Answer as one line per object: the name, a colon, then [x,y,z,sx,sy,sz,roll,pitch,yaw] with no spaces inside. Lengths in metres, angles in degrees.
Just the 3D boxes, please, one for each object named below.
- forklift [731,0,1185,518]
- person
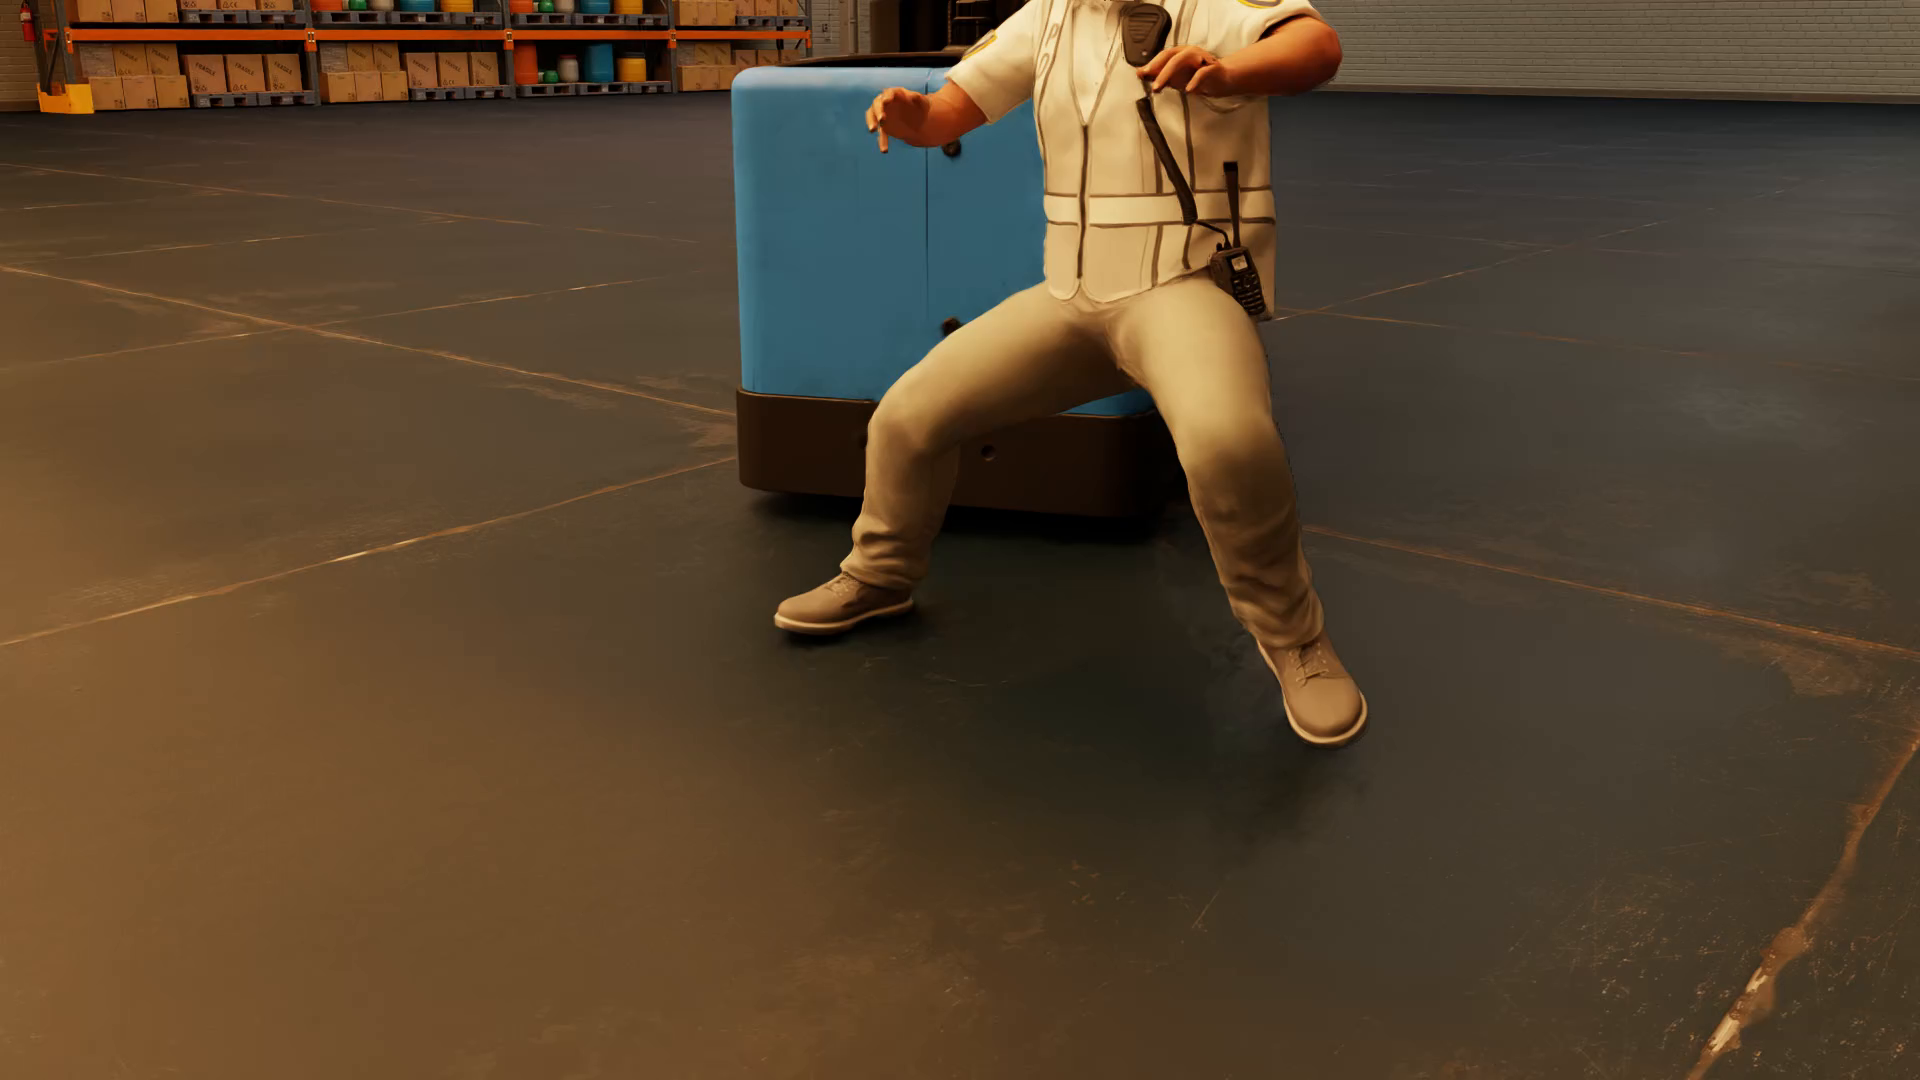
forklift: [0.356,-1.841,4.961,1.130,2.935,3.031,5,18,16]
person: [0.223,-0.474,2.893,0.746,1.500,1.151,-14,22,-39]
